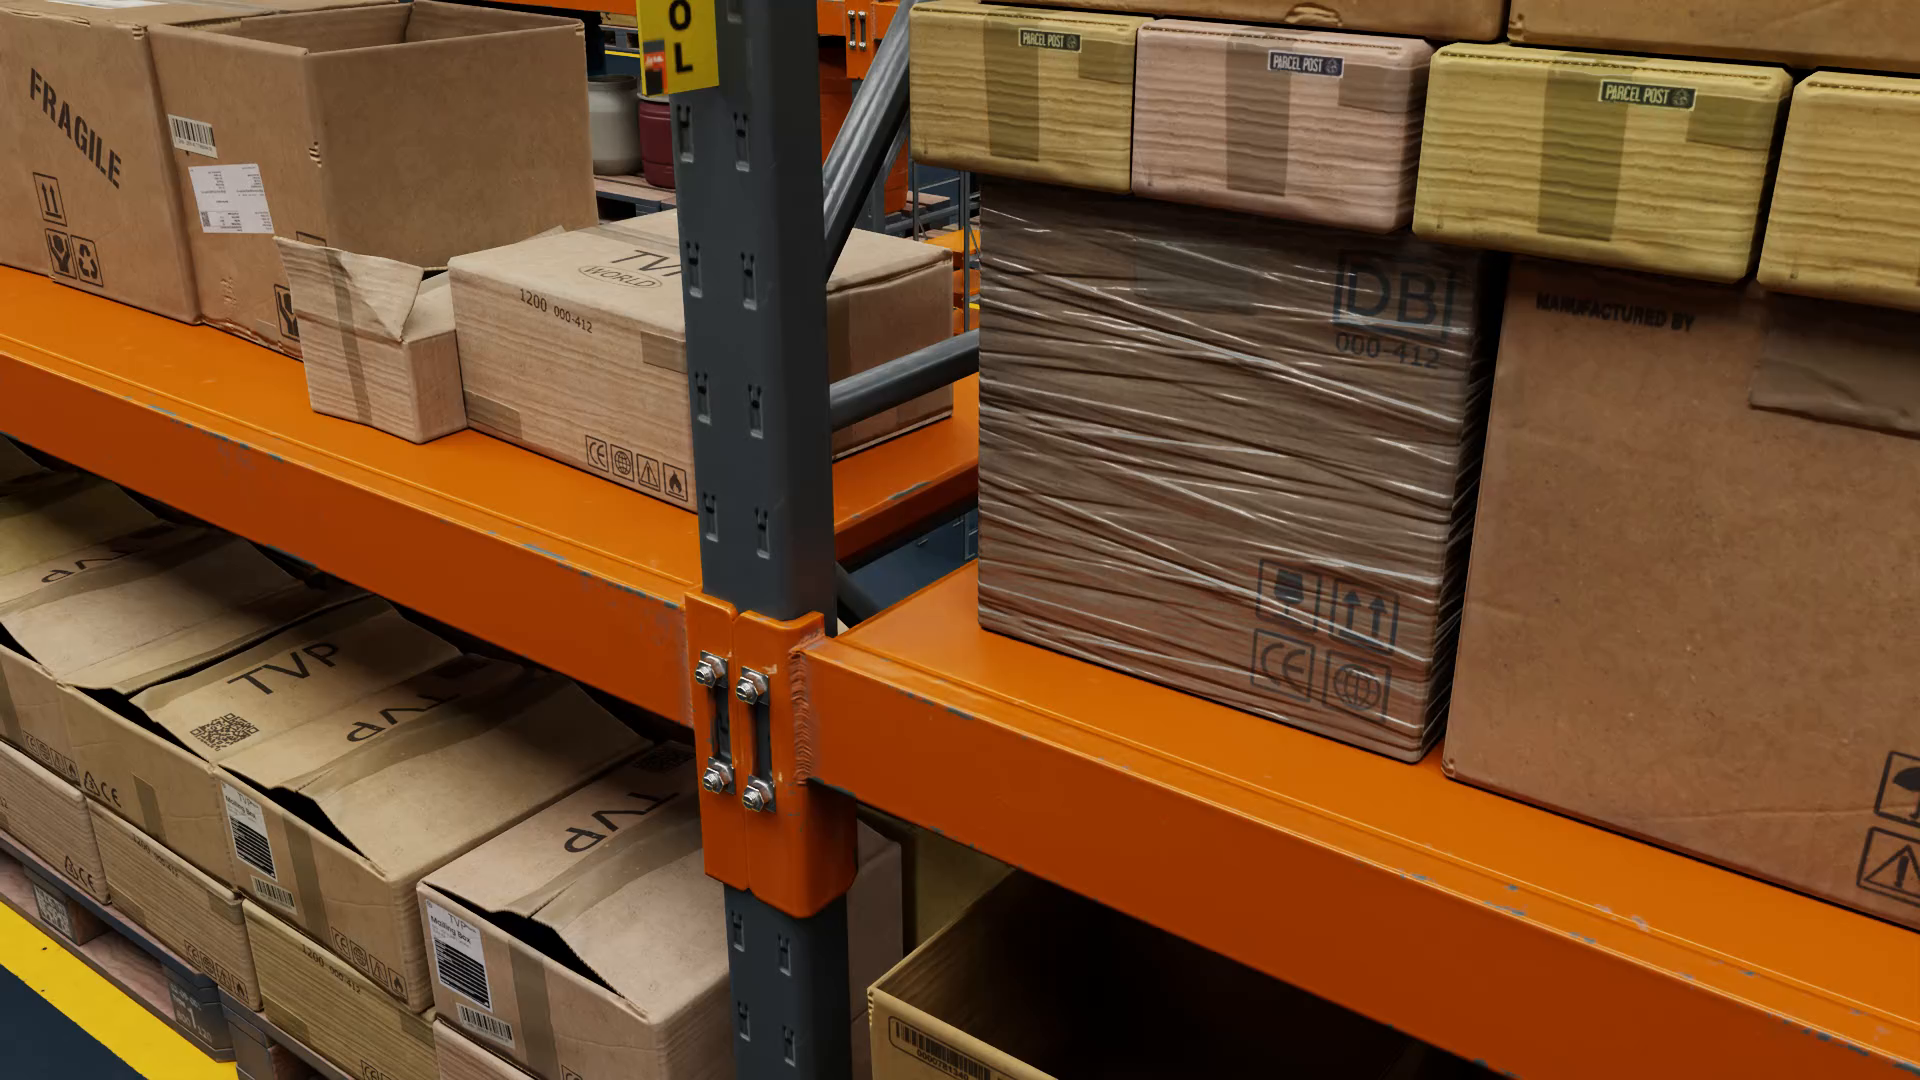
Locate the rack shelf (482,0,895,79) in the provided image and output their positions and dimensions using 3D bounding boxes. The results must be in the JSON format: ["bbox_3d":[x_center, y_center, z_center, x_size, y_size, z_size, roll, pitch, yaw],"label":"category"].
[{"bbox_3d":[-1.765,-2.968,9.158,4.000,0.370,1.077,17,29,33],"label":"rack shelf"}]

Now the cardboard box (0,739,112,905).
[{"bbox_3d":[-1.663,0.441,3.419,0.500,0.250,0.500,18,29,34],"label":"cardboard box"}]

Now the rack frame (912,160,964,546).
[{"bbox_3d":[-0.062,-0.568,5.050,0.006,1.200,0.240,17,29,33],"label":"rack frame"}]

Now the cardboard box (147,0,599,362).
[{"bbox_3d":[-0.964,-0.613,2.797,0.500,0.500,0.500,19,30,37],"label":"cardboard box"}]

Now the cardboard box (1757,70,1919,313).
[{"bbox_3d":[0.781,-0.278,1.233,0.250,0.149,0.380,17,29,33],"label":"cardboard box"}]

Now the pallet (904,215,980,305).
[{"bbox_3d":[0.432,-1.337,8.024,1.213,0.211,1.003,17,29,33],"label":"pallet"}]

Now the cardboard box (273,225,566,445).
[{"bbox_3d":[-0.751,-0.341,2.470,0.258,0.266,0.396,16,28,32],"label":"cardboard box"}]

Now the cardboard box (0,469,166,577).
[{"bbox_3d":[-2.063,0.063,3.580,0.500,0.311,0.500,16,28,32],"label":"cardboard box"}]

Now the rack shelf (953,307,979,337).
[{"bbox_3d":[0.012,-0.615,4.970,0.180,0.103,0.258,17,29,33],"label":"rack shelf"}]

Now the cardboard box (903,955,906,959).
[{"bbox_3d":[-0.111,0.640,2.967,0.500,0.250,0.500,16,28,32],"label":"cardboard box"}]

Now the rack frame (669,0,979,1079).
[{"bbox_3d":[0.063,-0.249,2.094,0.127,3.000,1.000,17,29,33],"label":"rack frame"}]

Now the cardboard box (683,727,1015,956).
[{"bbox_3d":[-0.119,0.380,2.860,0.500,0.311,0.500,17,29,33],"label":"cardboard box"}]

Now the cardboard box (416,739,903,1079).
[{"bbox_3d":[-0.433,0.555,2.463,0.500,0.311,0.500,17,29,33],"label":"cardboard box"}]

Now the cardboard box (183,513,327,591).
[{"bbox_3d":[-1.350,0.009,3.703,0.500,0.311,0.500,18,29,35],"label":"cardboard box"}]

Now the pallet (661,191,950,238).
[{"bbox_3d":[-0.820,-1.714,8.879,1.213,0.211,1.003,17,29,33],"label":"pallet"}]

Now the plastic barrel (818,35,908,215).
[{"bbox_3d":[-0.566,-2.125,8.524,0.708,0.830,0.600,17,29,33],"label":"plastic barrel"}]

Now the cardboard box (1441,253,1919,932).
[{"bbox_3d":[0.847,-0.064,1.551,0.500,0.500,0.700,16,29,33],"label":"cardboard box"}]

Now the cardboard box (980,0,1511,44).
[{"bbox_3d":[0.422,-0.783,1.574,0.500,0.500,0.700,17,29,34],"label":"cardboard box"}]

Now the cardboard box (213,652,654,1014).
[{"bbox_3d":[-0.853,0.431,2.744,0.500,0.311,0.500,18,29,35],"label":"cardboard box"}]

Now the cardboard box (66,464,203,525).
[{"bbox_3d":[-1.749,-0.113,3.980,0.500,0.311,0.500,17,29,33],"label":"cardboard box"}]

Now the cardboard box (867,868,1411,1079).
[{"bbox_3d":[0.246,0.687,1.929,0.500,0.500,0.500,17,29,33],"label":"cardboard box"}]

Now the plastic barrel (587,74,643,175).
[{"bbox_3d":[-1.975,-2.361,9.452,0.421,0.512,0.421,0,24,0],"label":"plastic barrel"}]

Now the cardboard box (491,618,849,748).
[{"bbox_3d":[-0.516,0.258,3.139,0.500,0.311,0.500,16,29,33],"label":"cardboard box"}]

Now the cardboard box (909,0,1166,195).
[{"bbox_3d":[0.162,-0.464,1.654,0.250,0.149,0.380,17,29,33],"label":"cardboard box"}]

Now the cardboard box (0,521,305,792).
[{"bbox_3d":[-1.651,0.187,3.299,0.500,0.311,0.500,16,29,33],"label":"cardboard box"}]

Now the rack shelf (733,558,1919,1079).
[{"bbox_3d":[1.663,0.564,1.142,4.000,0.370,1.077,17,29,33],"label":"rack shelf"}]

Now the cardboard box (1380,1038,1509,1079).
[{"bbox_3d":[0.651,0.806,1.661,0.500,0.500,0.500,17,29,33],"label":"cardboard box"}]

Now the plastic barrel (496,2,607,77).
[{"bbox_3d":[-2.373,-2.704,9.749,0.708,0.901,0.600,17,29,33],"label":"plastic barrel"}]

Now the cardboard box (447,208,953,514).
[{"bbox_3d":[-0.357,-0.285,2.363,0.500,0.250,0.500,19,30,36],"label":"cardboard box"}]

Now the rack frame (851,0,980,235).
[{"bbox_3d":[-0.164,-2.813,7.915,0.127,3.000,1.000,17,29,33],"label":"rack frame"}]

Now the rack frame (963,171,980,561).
[{"bbox_3d":[0.085,-0.523,4.950,0.006,1.200,0.240,17,29,33],"label":"rack frame"}]

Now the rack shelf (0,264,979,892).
[{"bbox_3d":[-1.538,-0.403,3.337,4.000,0.370,1.077,17,29,33],"label":"rack shelf"}]

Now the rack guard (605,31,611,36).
[{"bbox_3d":[-3.615,-5.208,16.450,0.348,0.500,1.175,17,29,33],"label":"rack guard"}]

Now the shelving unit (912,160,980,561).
[{"bbox_3d":[0.012,-0.546,5.000,0.189,1.200,0.258,17,29,33],"label":"shelving unit"}]

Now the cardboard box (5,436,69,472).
[{"bbox_3d":[-2.151,-0.236,4.259,0.500,0.311,0.500,16,29,33],"label":"cardboard box"}]

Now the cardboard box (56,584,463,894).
[{"bbox_3d":[-1.251,0.310,3.020,0.500,0.311,0.500,17,29,33],"label":"cardboard box"}]

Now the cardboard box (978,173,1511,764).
[{"bbox_3d":[0.422,-0.189,1.835,0.500,0.500,0.700,16,28,32],"label":"cardboard box"}]

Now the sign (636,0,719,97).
[{"bbox_3d":[-0.255,-0.565,1.474,0.005,0.325,0.100,17,29,33],"label":"sign"}]

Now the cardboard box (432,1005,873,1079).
[{"bbox_3d":[-0.443,0.811,2.579,0.500,0.250,0.500,16,29,33],"label":"cardboard box"}]

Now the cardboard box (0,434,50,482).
[{"bbox_3d":[-2.470,-0.061,3.862,0.500,0.311,0.500,16,28,32],"label":"cardboard box"}]

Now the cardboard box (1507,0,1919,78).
[{"bbox_3d":[0.827,-0.661,1.297,0.500,0.500,0.700,17,29,33],"label":"cardboard box"}]

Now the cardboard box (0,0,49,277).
[{"bbox_3d":[-1.786,-0.861,3.361,0.500,0.500,0.500,15,28,31],"label":"cardboard box"}]

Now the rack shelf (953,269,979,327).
[{"bbox_3d":[0.012,-0.725,4.921,0.180,0.103,0.258,17,29,33],"label":"rack shelf"}]

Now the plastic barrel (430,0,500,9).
[{"bbox_3d":[-2.940,-2.875,10.138,0.708,0.901,0.600,17,29,33],"label":"plastic barrel"}]

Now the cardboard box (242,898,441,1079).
[{"bbox_3d":[-0.847,0.688,2.858,0.500,0.250,0.500,16,29,33],"label":"cardboard box"}]

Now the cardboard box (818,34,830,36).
[{"bbox_3d":[-0.875,-4.784,14.502,0.875,0.875,0.875,17,29,33],"label":"cardboard box"}]

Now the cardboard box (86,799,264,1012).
[{"bbox_3d":[-1.256,0.564,3.139,0.500,0.250,0.500,18,29,34],"label":"cardboard box"}]

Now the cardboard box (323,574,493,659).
[{"bbox_3d":[-0.931,0.133,3.422,0.500,0.311,0.500,16,28,32],"label":"cardboard box"}]

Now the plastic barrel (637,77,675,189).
[{"bbox_3d":[-1.470,-2.288,9.192,0.708,0.588,0.600,17,29,33],"label":"plastic barrel"}]

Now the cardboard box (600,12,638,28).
[{"bbox_3d":[-3.035,-5.437,15.983,0.875,0.875,0.875,17,29,33],"label":"cardboard box"}]

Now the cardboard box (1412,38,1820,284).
[{"bbox_3d":[0.570,-0.341,1.376,0.250,0.149,0.380,16,28,32],"label":"cardboard box"}]

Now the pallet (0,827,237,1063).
[{"bbox_3d":[-1.531,0.567,3.702,1.213,0.211,1.003,17,29,33],"label":"pallet"}]

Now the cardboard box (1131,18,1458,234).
[{"bbox_3d":[0.362,-0.403,1.517,0.250,0.149,0.380,17,29,34],"label":"cardboard box"}]

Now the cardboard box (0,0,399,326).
[{"bbox_3d":[-1.364,-0.734,3.072,0.500,0.500,0.500,17,29,33],"label":"cardboard box"}]

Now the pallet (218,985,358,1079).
[{"bbox_3d":[-0.550,0.862,3.032,1.213,0.211,1.003,17,29,33],"label":"pallet"}]

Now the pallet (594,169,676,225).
[{"bbox_3d":[-1.792,-2.010,9.549,1.213,0.211,1.003,17,29,33],"label":"pallet"}]

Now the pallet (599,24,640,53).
[{"bbox_3d":[-2.909,-4.902,16.113,1.213,0.211,1.003,17,29,33],"label":"pallet"}]

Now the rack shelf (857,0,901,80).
[{"bbox_3d":[1.436,-2.000,6.962,4.000,0.370,1.077,17,29,33],"label":"rack shelf"}]

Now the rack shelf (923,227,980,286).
[{"bbox_3d":[0.012,-0.834,4.873,0.180,0.103,0.258,17,29,33],"label":"rack shelf"}]
